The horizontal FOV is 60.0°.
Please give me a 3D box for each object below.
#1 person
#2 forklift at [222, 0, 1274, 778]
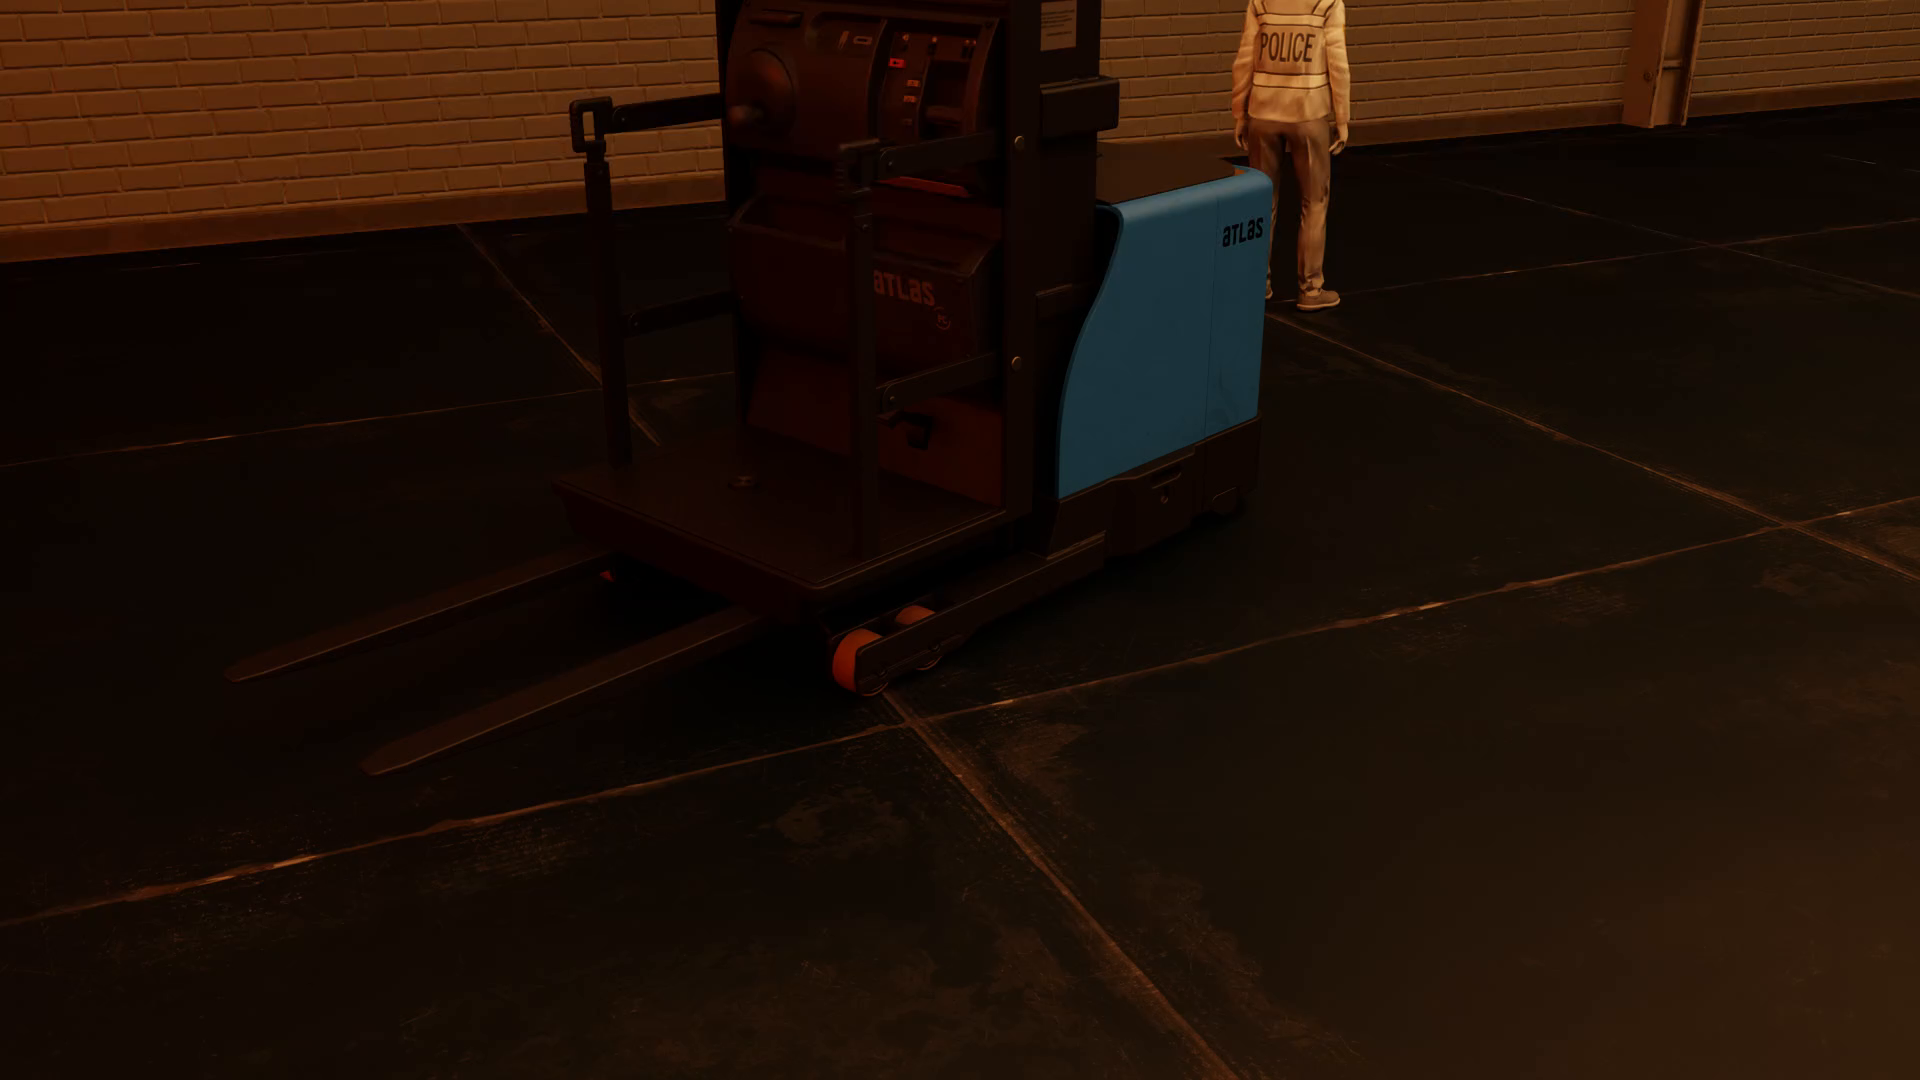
[{"bbox_3d":[1.478,-1.870,7.444,0.542,1.662,0.375,10,25,23],"label":"person"},{"bbox_3d":[-0.413,-1.182,4.131,1.130,2.935,3.031,19,29,39],"label":"forklift"}]
